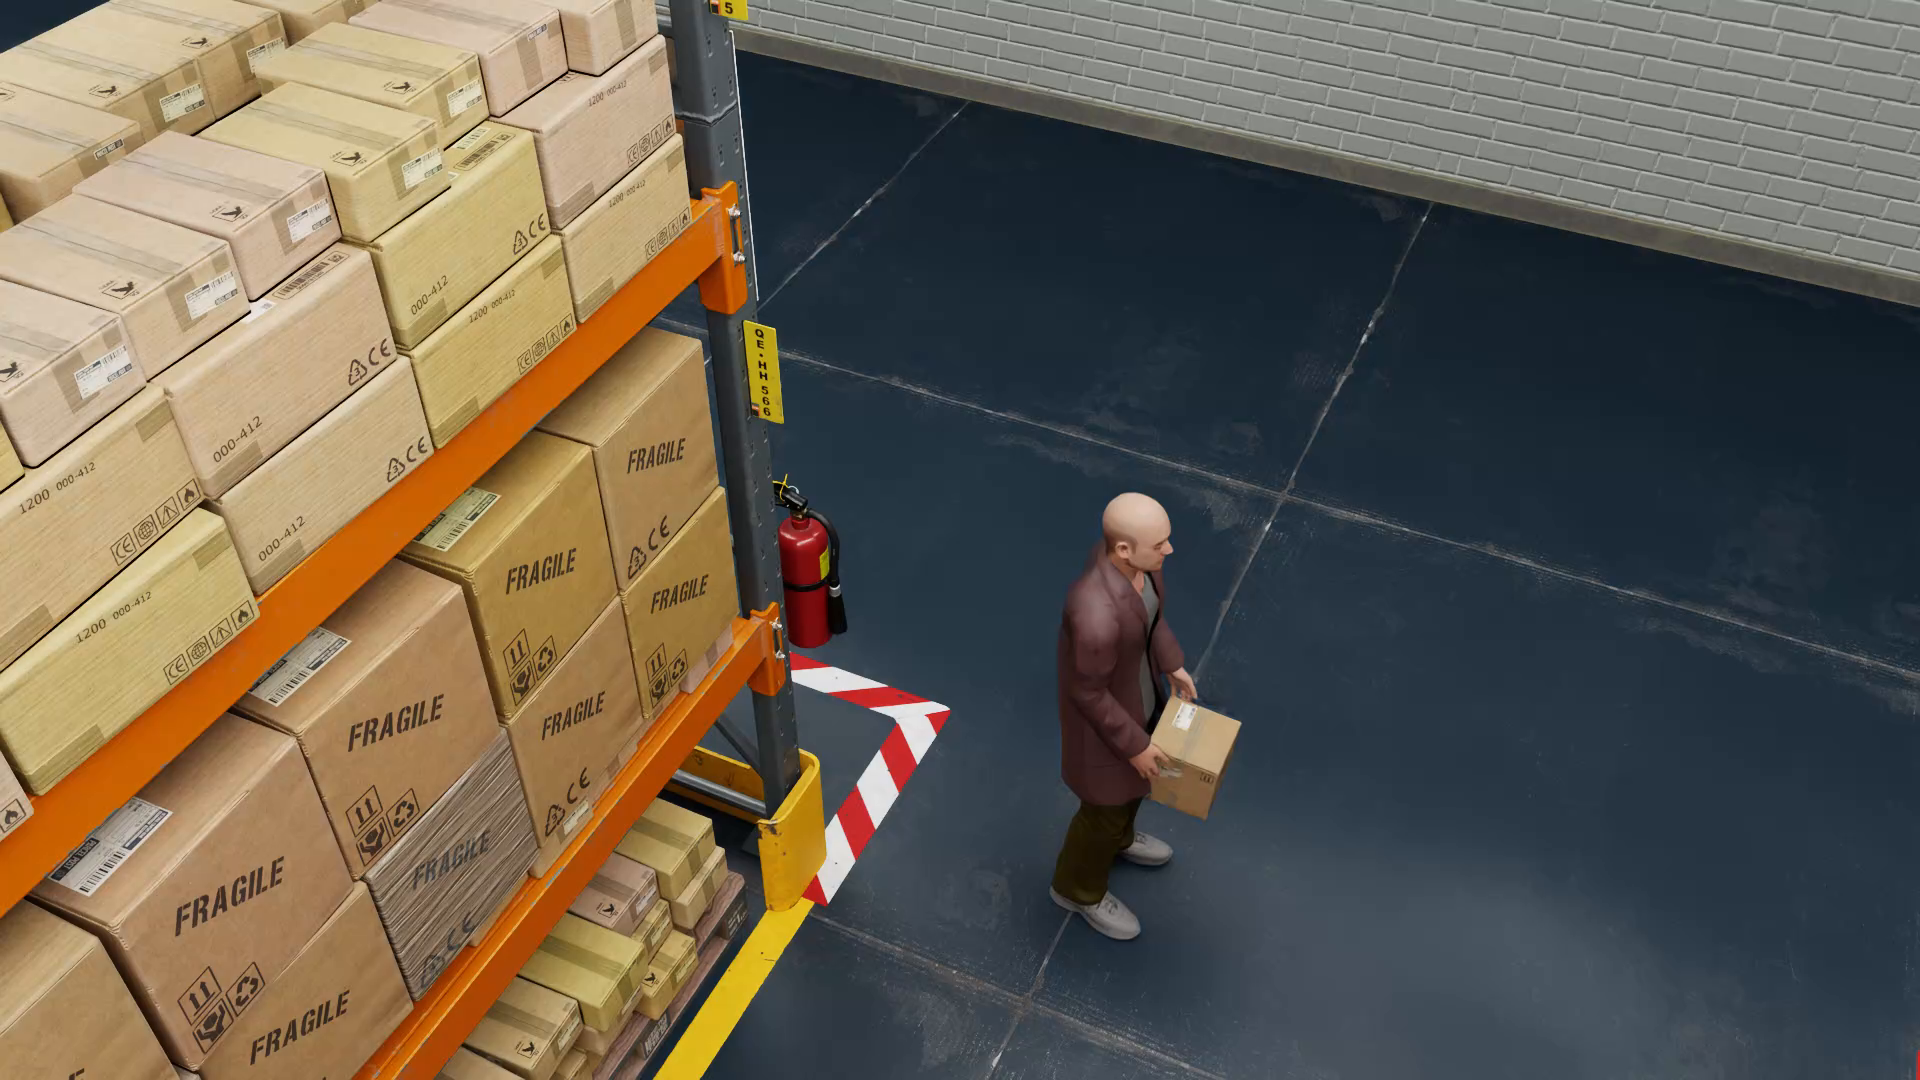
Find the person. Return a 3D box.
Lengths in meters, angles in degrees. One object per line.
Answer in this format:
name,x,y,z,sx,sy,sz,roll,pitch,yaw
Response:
person,0.539,0.550,5.549,0.429,1.772,0.648,15,43,16
